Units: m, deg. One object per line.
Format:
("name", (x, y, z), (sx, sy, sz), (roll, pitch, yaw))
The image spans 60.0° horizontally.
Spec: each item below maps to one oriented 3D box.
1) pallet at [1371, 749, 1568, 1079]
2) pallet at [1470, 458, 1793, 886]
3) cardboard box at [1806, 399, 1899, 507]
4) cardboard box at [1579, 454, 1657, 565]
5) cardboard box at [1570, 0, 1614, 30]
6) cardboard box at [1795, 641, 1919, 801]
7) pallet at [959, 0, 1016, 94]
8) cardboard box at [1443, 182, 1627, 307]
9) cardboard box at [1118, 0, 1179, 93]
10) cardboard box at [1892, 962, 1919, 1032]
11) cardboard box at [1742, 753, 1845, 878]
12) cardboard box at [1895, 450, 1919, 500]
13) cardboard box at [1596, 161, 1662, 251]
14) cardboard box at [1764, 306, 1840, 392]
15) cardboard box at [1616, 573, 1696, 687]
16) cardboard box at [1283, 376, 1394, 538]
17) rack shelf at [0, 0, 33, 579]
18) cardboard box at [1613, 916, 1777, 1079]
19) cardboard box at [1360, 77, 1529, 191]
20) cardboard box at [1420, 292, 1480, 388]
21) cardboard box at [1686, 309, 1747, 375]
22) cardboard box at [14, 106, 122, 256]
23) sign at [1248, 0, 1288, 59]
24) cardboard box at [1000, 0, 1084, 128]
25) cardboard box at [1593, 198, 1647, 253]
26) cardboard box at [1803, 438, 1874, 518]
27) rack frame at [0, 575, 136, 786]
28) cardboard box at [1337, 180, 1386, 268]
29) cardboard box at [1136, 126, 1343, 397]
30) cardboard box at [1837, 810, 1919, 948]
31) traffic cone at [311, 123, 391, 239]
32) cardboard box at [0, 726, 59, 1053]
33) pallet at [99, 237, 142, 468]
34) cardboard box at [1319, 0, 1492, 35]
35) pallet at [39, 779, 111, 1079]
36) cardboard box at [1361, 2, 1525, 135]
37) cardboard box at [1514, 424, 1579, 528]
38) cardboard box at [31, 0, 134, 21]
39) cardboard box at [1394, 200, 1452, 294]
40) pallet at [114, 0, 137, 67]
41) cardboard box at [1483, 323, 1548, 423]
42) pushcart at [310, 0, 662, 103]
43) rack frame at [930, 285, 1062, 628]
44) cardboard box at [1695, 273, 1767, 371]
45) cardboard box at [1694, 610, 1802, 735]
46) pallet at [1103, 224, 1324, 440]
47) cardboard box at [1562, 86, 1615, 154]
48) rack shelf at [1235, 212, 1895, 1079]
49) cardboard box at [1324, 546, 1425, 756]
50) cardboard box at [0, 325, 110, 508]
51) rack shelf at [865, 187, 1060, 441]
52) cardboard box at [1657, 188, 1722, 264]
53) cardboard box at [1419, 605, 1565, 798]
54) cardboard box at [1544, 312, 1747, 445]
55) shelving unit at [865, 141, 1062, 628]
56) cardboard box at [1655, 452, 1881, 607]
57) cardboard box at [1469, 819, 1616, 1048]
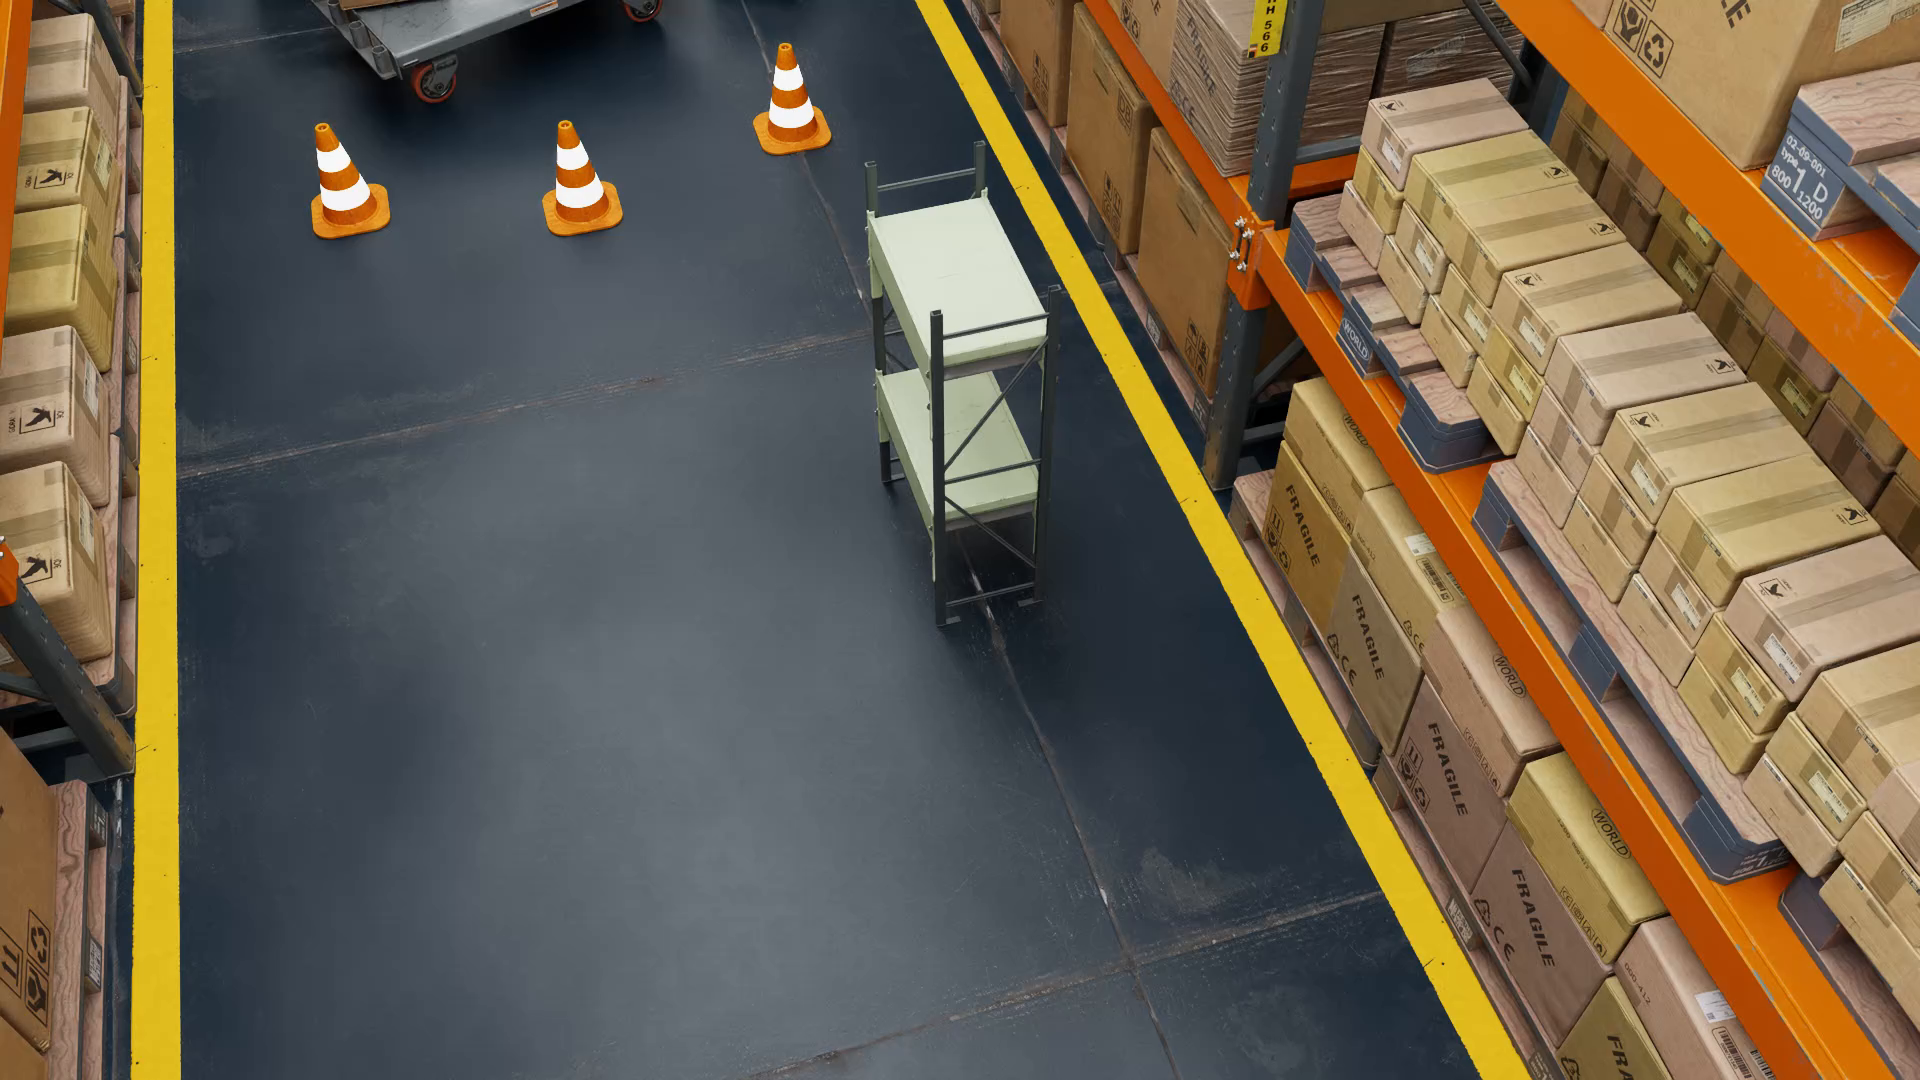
("pallet", (2.020, 1.054, 5.223), (1.003, 0.211, 1.213), (-13, 51, -11))
("pallet", (2.058, 0.194, 4.250), (1.003, 0.211, 1.213), (-13, 51, -11))
("cardboard box", (2.398, -0.256, 4.199), (0.380, 0.149, 0.250), (-12, 51, -10))
("cardboard box", (1.767, -0.116, 4.081), (0.380, 0.149, 0.250), (-14, 51, -11))
("cardboard box", (1.503, -1.463, 3.494), (0.500, 0.500, 0.500), (-13, 51, -11))
("cardboard box", (2.009, 0.364, 3.482), (0.380, 0.149, 0.250), (-15, 51, -12))
("pallet", (0.551, -2.781, 8.456), (1.003, 0.211, 1.213), (-13, 51, -11))
("cardboard box", (1.536, -0.794, 4.458), (0.380, 0.149, 0.250), (-14, 51, -11))
("cardboard box", (0.898, -1.970, 5.883), (0.500, 0.500, 0.500), (-13, 51, -11))
("cardboard box", (2.161, 0.945, 3.381), (0.380, 0.149, 0.250), (-13, 51, -11))
("cardboard box", (1.999, 0.560, 3.706), (0.380, 0.149, 0.250), (-15, 52, -13))
("cardboard box", (2.473, -0.161, 3.925), (0.380, 0.149, 0.250), (-12, 51, -10))
("cardboard box", (2.095, -1.003, 4.828), (0.380, 0.149, 0.250), (-12, 51, -10))
("cardboard box", (2.314, -0.550, 4.252), (0.380, 0.149, 0.250), (-13, 51, -11))
("cardboard box", (1.843, 0.171, 4.033), (0.380, 0.149, 0.250), (-15, 51, -12))
("cardboard box", (1.406, -0.318, 5.426), (0.500, 0.250, 0.500), (-15, 52, -13))
("rack shelf", (-3.857, -1.341, 5.889), (1.077, 0.370, 4.000), (-13, 51, -11))
("cardboard box", (2.015, 1.180, 4.163), (0.500, 0.250, 0.500), (-11, 51, -9))
("cardboard box", (1.386, -1.166, 4.772), (0.380, 0.149, 0.250), (-13, 51, -11))
("cardboard box", (1.533, -0.594, 4.678), (0.380, 0.149, 0.250), (-11, 51, -9))
("cardboard box", (2.237, -0.550, 4.642), (0.380, 0.149, 0.250), (-14, 51, -11))
("cardboard box", (-4.075, -1.415, 6.925), (0.950, 0.372, 0.625), (-10, 51, -9))
("sign", (0.904, -1.550, 4.838), (0.100, 0.325, 0.005), (-13, 51, -11))
("cardboard box", (0.802, -2.498, 7.591), (1.050, 0.750, 0.750), (-13, 51, -11))
("cardboard box", (2.090, -0.921, 4.954), (0.380, 0.149, 0.250), (-13, 51, -11))
("cardboard box", (2.393, -0.165, 4.317), (0.380, 0.149, 0.250), (-12, 51, -10))
("rack frame", (-3.265, -0.112, 4.382), (1.000, 3.000, 0.127), (-13, 51, -11))
("cardboard box", (1.373, -0.987, 5.010), (0.380, 0.149, 0.250), (-14, 51, -11))
("cardboard box", (1.339, -1.180, 6.480), (1.050, 0.750, 0.750), (-14, 51, -11))
("cardboard box", (2.075, 0.648, 3.437), (0.380, 0.149, 0.250), (-15, 51, -12))
("traffic cone", (-2.744, -1.627, 7.319), (0.336, 0.463, 0.334), (-13, 51, -11))
("cardboard box", (-3.140, 0.961, 4.593), (0.875, 0.875, 0.875), (-14, 51, -11))
("pallet", (-3.852, -0.674, 6.680), (1.003, 0.211, 1.213), (-13, 51, -11))
("cardboard box", (1.310, -1.989, 5.246), (0.700, 0.500, 0.500), (-14, 51, -11))
("pallet", (-3.104, 1.380, 4.949), (1.003, 0.211, 1.213), (-13, 51, -11))
("cardboard box", (1.559, -1.726, 5.678), (0.500, 0.500, 0.500), (-13, 51, -11))
("cardboard box", (1.695, -0.203, 4.349), (0.380, 0.149, 0.250), (-12, 51, -10))
("cardboard box", (-4.365, -2.774, 8.151), (0.500, 0.250, 0.500), (-15, 52, -13))
("cardboard box", (1.467, -0.859, 4.707), (0.380, 0.149, 0.250), (-11, 51, -9))
("pallet", (-4.680, -2.617, 8.318), (1.003, 0.211, 1.213), (-13, 51, -11))
("cardboard box", (1.624, -0.481, 4.388), (0.380, 0.149, 0.250), (-13, 51, -11))
("pushcart", (-2.285, -2.740, 8.313), (1.648, 0.377, 0.936), (-30, 56, -23))
("rack frame", (0.106, -0.221, 5.455), (0.400, 1.500, 0.023), (-13, 51, -11))
("cardboard box", (2.249, -0.628, 4.513), (0.380, 0.149, 0.250), (-13, 51, -11))
("cardboard box", (1.917, 0.258, 3.765), (0.380, 0.149, 0.250), (-13, 51, -11))
("pallet", (1.272, -0.999, 6.954), (1.003, 0.211, 1.213), (-13, 51, -11))
("cardboard box", (2.017, -1.297, 4.882), (0.380, 0.149, 0.250), (-15, 52, -12))
("rack shelf", (2.025, 0.388, 4.432), (1.077, 0.370, 4.000), (-13, 51, -11))
("cardboard box", (1.551, 0.306, 5.390), (0.500, 0.500, 0.500), (-13, 51, -11))
("cardboard box", (-3.649, -0.352, 6.029), (0.950, 0.372, 0.625), (-14, 51, -12))
("rack shelf", (-0.002, -0.740, 5.382), (0.431, 0.370, 0.720), (-13, 51, -11))
("cardboard box", (2.166, -0.921, 4.565), (0.380, 0.149, 0.250), (-12, 51, -10))
("cardboard box", (1.690, 0.417, 4.806), (0.500, 0.250, 0.500), (-13, 51, -11))
("cardboard box", (1.695, -0.403, 4.128), (0.380, 0.149, 0.250), (-11, 51, -9))
("shelving unit", (-0.002, -0.488, 5.681), (0.431, 1.500, 0.755), (-13, 51, -11))
("cardboard box", (1.846, -0.027, 3.811), (0.380, 0.149, 0.250), (-14, 51, -11))
("cardboard box", (1.858, 1.053, 4.761), (0.500, 0.500, 0.500), (-14, 51, -12))
